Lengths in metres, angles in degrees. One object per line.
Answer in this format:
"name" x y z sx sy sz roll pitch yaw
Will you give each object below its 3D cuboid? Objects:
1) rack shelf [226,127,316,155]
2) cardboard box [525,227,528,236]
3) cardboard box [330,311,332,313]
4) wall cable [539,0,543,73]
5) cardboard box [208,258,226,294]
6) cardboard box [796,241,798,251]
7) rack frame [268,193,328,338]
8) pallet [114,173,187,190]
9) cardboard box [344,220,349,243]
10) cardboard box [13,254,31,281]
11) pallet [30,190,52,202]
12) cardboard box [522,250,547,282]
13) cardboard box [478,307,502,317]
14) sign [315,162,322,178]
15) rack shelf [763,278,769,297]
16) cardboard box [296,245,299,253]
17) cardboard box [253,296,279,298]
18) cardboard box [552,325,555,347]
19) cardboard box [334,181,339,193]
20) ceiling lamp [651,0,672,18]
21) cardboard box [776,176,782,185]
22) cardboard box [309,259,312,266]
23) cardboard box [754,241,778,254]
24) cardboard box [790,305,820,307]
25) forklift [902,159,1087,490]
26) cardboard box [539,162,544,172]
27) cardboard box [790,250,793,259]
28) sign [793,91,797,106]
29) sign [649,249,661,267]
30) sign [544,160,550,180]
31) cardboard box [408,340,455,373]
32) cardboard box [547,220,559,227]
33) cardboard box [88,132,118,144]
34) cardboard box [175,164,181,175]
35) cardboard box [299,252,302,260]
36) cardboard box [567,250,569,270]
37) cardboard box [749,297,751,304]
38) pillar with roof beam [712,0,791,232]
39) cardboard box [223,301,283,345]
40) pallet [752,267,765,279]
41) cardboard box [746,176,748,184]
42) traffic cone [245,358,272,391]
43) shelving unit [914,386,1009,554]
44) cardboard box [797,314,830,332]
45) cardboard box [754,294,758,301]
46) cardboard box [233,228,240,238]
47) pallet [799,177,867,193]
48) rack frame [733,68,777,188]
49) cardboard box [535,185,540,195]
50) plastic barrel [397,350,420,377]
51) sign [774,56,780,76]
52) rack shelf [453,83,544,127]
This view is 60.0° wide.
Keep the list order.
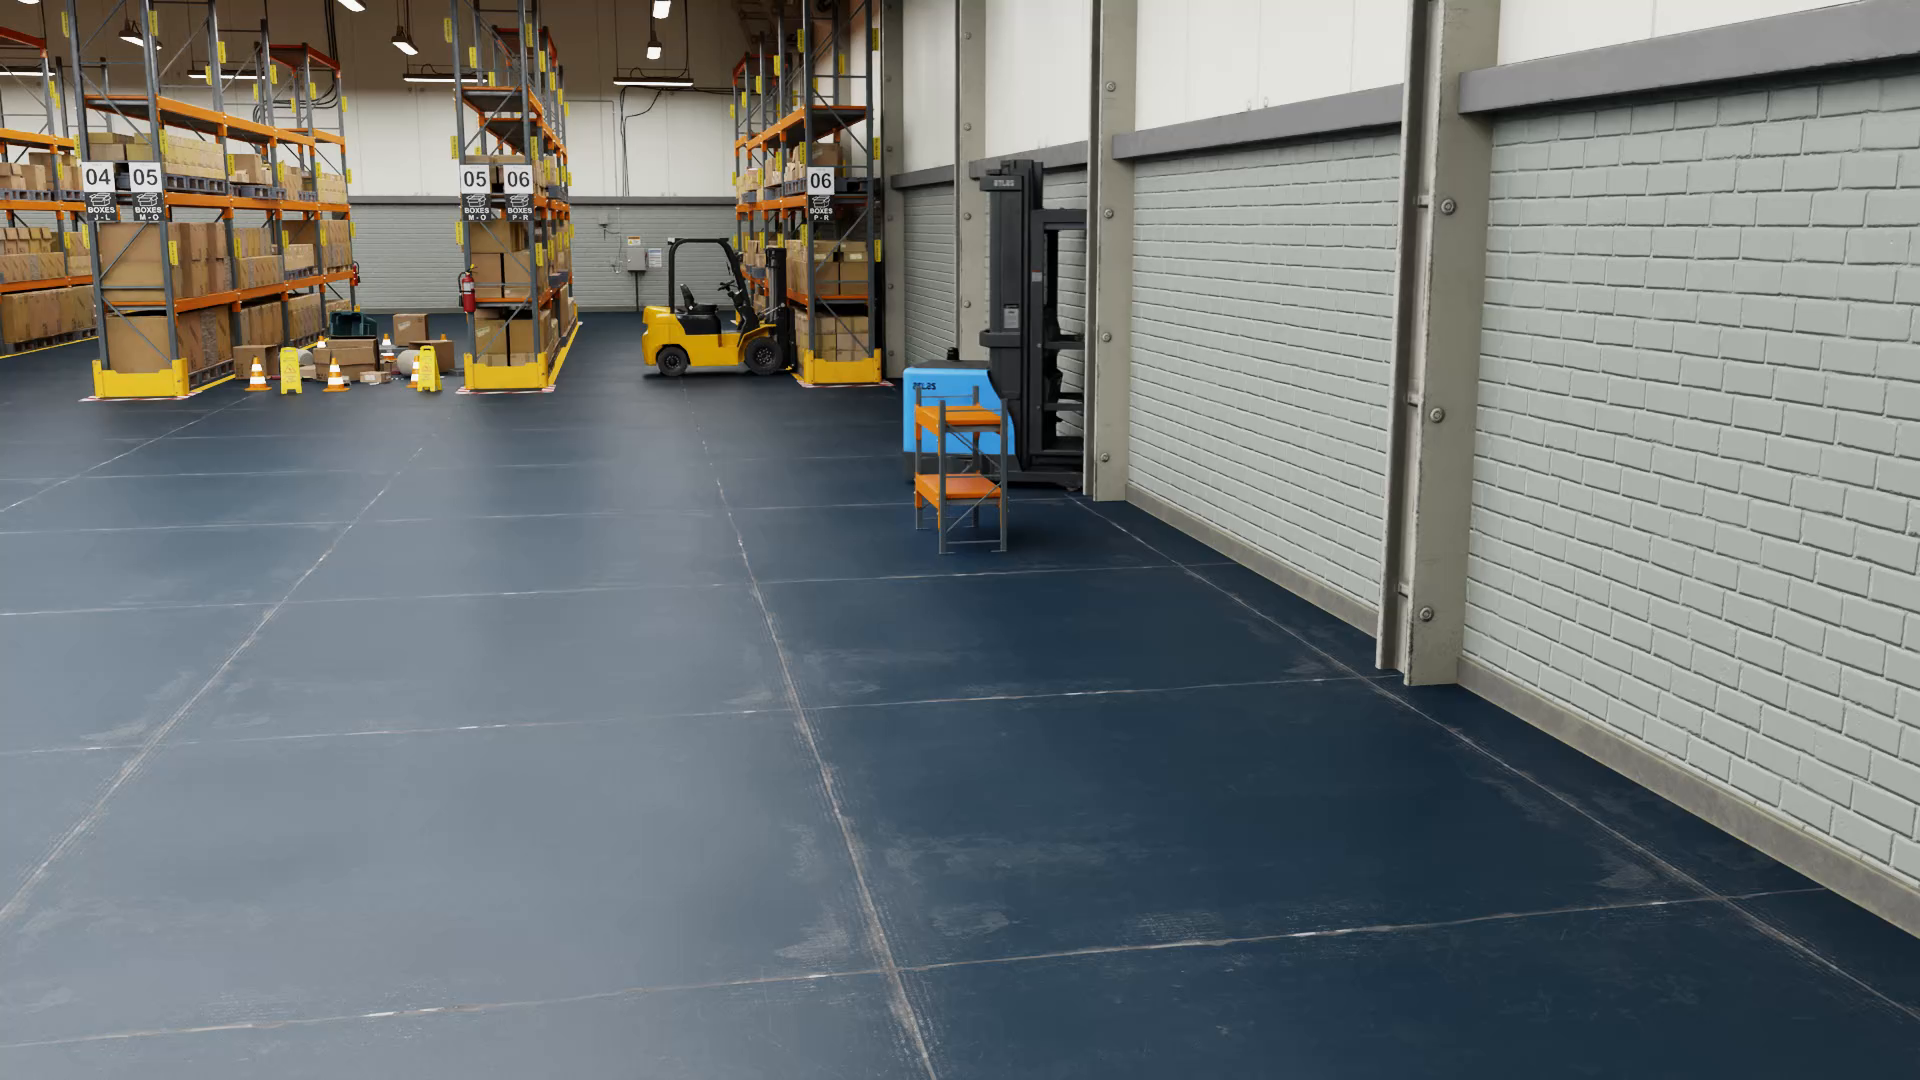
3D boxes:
"rack shelf" -13.444 -7.745 32.317 1.077 0.370 4.000 -2 11 -11
"cardboard box" -7.498 -5.461 29.446 0.380 0.149 0.250 -1 11 -8
"cardboard box" -13.890 -4.933 36.295 0.380 0.149 0.250 -2 11 -8
"wall cable" -12.185 -13.831 43.645 2.355 3.000 0.029 -2 11 -11
"cardboard box" -12.064 -4.154 26.099 0.875 0.550 0.550 -2 11 -11
"cardboard box" -2.418 -4.696 26.550 0.380 0.149 0.250 -2 11 -10
"rack frame" -13.833 -5.715 34.701 1.000 3.000 0.127 -2 11 -11
"pallet" -11.654 -5.080 23.578 1.003 0.211 1.213 -2 11 -11
"cardboard box" -14.278 -7.060 38.031 0.500 0.500 0.500 -2 11 -12
"cardboard box" -17.973 -5.156 31.496 0.500 0.500 0.500 -2 11 -12
"pallet" -18.491 -6.766 32.714 0.805 0.209 1.217 -3 11 -13
"cardboard box" -6.899 -4.380 26.623 0.500 0.500 0.500 -2 11 -9
"cardboard box" -7.258 -3.504 25.573 0.380 0.149 0.250 -2 11 -10
"sign" -13.289 -7.657 34.444 0.100 0.325 0.005 -2 11 -11
"rack shelf" -2.962 -4.641 30.981 1.077 0.370 4.000 -2 11 -11
"cardboard box" -13.257 -5.735 32.764 0.380 0.149 0.250 -2 11 -12
"cardboard box" -13.638 -4.630 32.557 0.500 0.250 0.500 -2 11 -10
"cardboard box" -7.689 -3.590 29.438 0.950 0.372 0.625 -1 11 -7
"cardboard box" -14.074 -7.831 36.860 0.500 0.250 0.500 -2 11 -10
"ceiling lamp" -4.702 -10.337 27.327 0.800 3.185 2.000 -2 11 -11
"cardboard box" -3.085 -6.424 29.683 0.380 0.149 0.250 -2 11 -11
"cardboard box" -13.510 -5.685 34.090 0.380 0.149 0.250 -2 11 -11
"cardboard box" -3.850 -5.911 34.330 0.797 0.503 0.637 -2 11 -12
"cardboard box" -3.108 -4.166 31.792 0.875 0.625 0.625 -2 11 -9
"forklift" 1.031 -1.990 15.311 3.031 2.935 1.130 2 11 10
"cardboard box" -6.898 -5.999 26.711 0.380 0.149 0.250 -2 11 -9
"cardboard box" -2.614 -4.737 27.560 0.380 0.149 0.250 -2 11 -12
"sign" -3.586 -9.600 36.144 0.100 0.325 0.005 -2 11 -11
"sign" -8.362 -7.739 45.591 0.329 0.494 0.001 -2 11 -11
"sign" -6.910 -6.195 27.817 0.100 0.325 0.005 -2 11 -11
"cardboard box" -8.568 -2.974 26.976 0.500 0.500 0.500 6 12 28
"cardboard box" -8.804 -6.840 35.934 0.380 0.149 0.250 -2 11 -12
"cardboard box" -11.897 -5.561 23.017 0.380 0.149 0.250 -2 11 -10
"cardboard box" -11.350 -5.287 23.710 0.380 0.149 0.250 -2 11 -11
"cardboard box" -13.302 -5.637 33.042 0.380 0.149 0.250 -2 11 -11
"cardboard box" -9.016 -6.242 37.203 0.500 0.500 0.500 -2 11 -11
"cardboard box" -4.551 -5.343 38.306 0.700 0.500 0.500 -3 11 -13
"pillar with roof beam" -8.770 -10.146 41.937 9.100 9.000 0.548 -2 11 -11
"cardboard box" -13.025 -3.968 30.413 1.050 0.750 0.750 -2 11 -12
"pallet" -3.552 -5.389 33.499 1.213 0.211 1.003 -2 11 -11
"cardboard box" -4.372 -7.681 35.495 0.380 0.149 0.250 -2 11 -12
"traffic cone" -10.209 -2.417 24.158 0.336 0.463 0.334 -2 11 -11
"shelving unit" -0.001 -0.554 12.598 0.538 1.125 1.048 -2 11 -11
"cardboard box" -2.296 -3.407 26.132 0.500 0.250 0.500 -2 11 -10
"cardboard box" -4.320 -5.316 36.433 0.380 0.149 0.250 -2 11 -8
"cardboard box" -12.481 -4.973 27.862 0.700 0.500 0.500 -2 11 -12
"pallet" -1.907 -5.455 25.547 1.003 0.211 1.213 -2 11 -11
"rack frame" -4.907 -9.776 39.989 1.000 3.000 0.127 -2 11 -11
"cardboard box" -6.664 -5.372 25.550 0.380 0.149 0.250 -2 11 -10
"plastic barrel" -8.550 -2.771 26.122 0.512 0.421 0.421 6 12 28
"sign" -3.103 -8.050 28.216 0.100 0.325 0.005 -2 11 -11
"rack shelf" -7.052 -6.672 25.614 1.077 0.370 4.000 -2 11 -11
